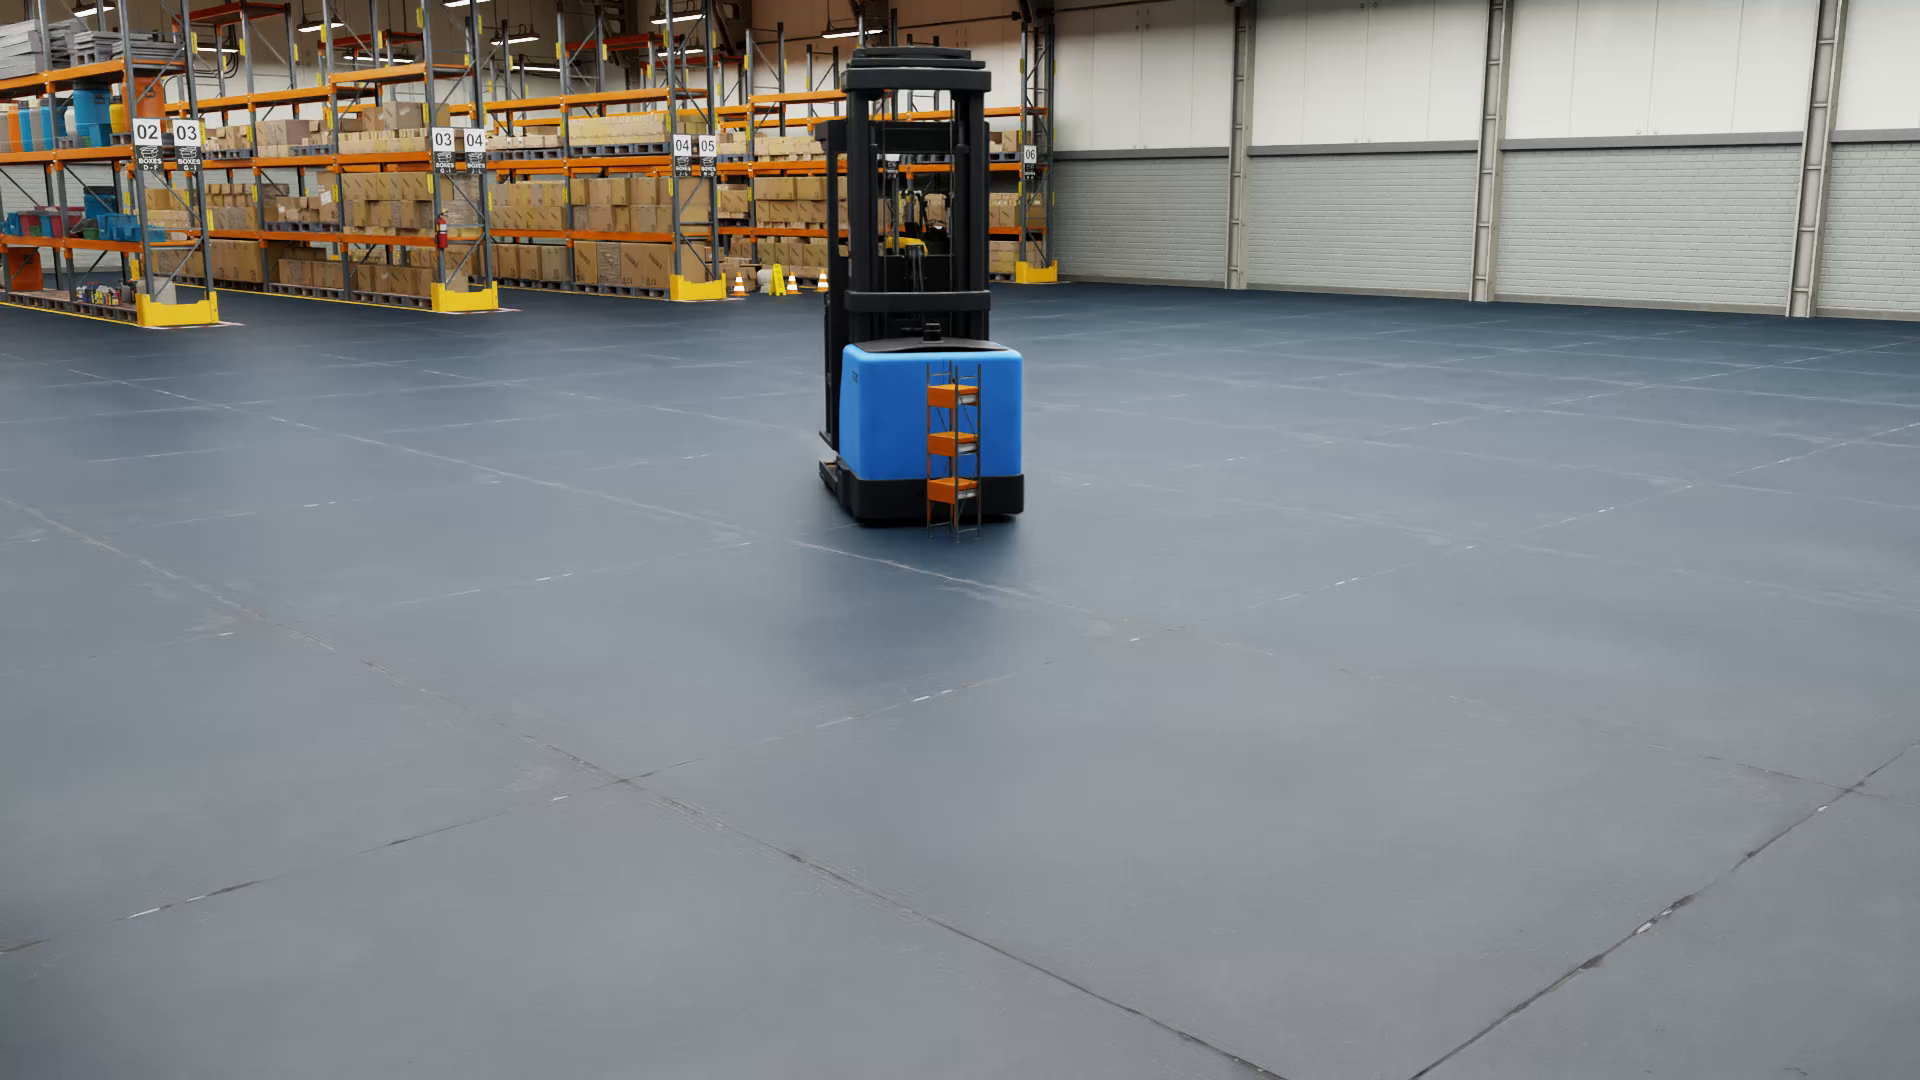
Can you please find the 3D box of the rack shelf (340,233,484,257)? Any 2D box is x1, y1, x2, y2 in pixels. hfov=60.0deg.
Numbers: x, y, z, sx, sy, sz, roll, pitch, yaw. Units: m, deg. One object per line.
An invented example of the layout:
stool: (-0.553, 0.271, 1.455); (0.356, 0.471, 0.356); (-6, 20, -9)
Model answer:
rack shelf: (-10.304, -5.575, 31.321); (1.077, 0.370, 4.000); (-11, 16, -43)

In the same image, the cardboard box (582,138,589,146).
cardboard box: (-7.672, -8.322, 34.771); (0.380, 0.149, 0.250); (-11, 16, -43)

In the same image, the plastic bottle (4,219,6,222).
plastic bottle: (-19.510, -6.421, 33.961); (0.097, 0.271, 0.097); (0, 12, 0)

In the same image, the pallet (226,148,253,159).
pallet: (-14.931, -8.266, 35.635); (1.213, 0.211, 1.003); (-10, 15, -40)

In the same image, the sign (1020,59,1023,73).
sign: (1.429, -11.070, 38.830); (0.100, 0.325, 0.005); (-11, 16, -43)

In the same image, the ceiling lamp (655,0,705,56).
ceiling lamp: (-7.466, -14.829, 45.120); (0.800, 3.185, 2.000); (-11, 16, -43)

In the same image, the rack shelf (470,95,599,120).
rack shelf: (-9.410, -9.578, 36.872); (1.077, 0.370, 4.000); (-11, 16, -43)

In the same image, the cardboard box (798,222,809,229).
cardboard box: (-3.462, -7.166, 37.881); (0.380, 0.149, 0.250); (-11, 16, -43)

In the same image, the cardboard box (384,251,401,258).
cardboard box: (-14.369, -7.247, 42.202); (0.380, 0.149, 0.250); (-11, 16, -43)

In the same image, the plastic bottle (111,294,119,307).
plastic bottle: (-14.091, -3.997, 27.724); (0.097, 0.201, 0.097); (0, 12, 0)

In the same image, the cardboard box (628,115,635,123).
cardboard box: (-6.444, -8.453, 33.433); (0.380, 0.149, 0.250); (-11, 16, -42)

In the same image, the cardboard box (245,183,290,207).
cardboard box: (-14.941, -7.452, 35.916); (0.797, 0.503, 0.637); (-10, 15, -41)

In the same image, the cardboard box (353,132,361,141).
cardboard box: (-11.278, -7.648, 31.548); (0.380, 0.149, 0.250); (-11, 16, -42)

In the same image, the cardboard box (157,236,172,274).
cardboard box: (-18.844, -6.921, 40.293); (0.875, 0.875, 0.875); (-11, 16, -43)

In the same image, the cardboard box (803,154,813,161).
cardboard box: (-3.297, -8.594, 37.378); (0.380, 0.149, 0.250); (-11, 16, -43)

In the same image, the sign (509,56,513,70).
sign: (-10.392, -11.031, 38.444); (0.100, 0.325, 0.005); (-11, 16, -43)

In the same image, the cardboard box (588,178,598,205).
cardboard box: (-7.335, -7.375, 35.228); (0.875, 0.550, 0.550); (-11, 16, -43)

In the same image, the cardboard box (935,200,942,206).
cardboard box: (-0.404, -8.458, 41.675); (0.380, 0.149, 0.250); (-10, 16, -41)

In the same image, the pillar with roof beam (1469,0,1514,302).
pillar with roof beam: (7.176, -8.523, 28.979); (9.100, 9.000, 0.400); (-11, 16, -43)

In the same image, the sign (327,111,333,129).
sign: (-12.085, -8.057, 31.892); (0.100, 0.325, 0.005); (-11, 16, -43)

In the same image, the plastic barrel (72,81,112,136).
plastic barrel: (-14.658, -7.289, 28.142); (0.600, 0.901, 0.708); (-11, 16, -43)

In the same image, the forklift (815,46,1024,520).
forklift: (-0.393, -1.810, 11.434); (1.130, 2.935, 3.031); (-2, 12, -11)

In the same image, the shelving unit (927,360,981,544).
shelving unit: (-0.037, -0.522, 9.843); (0.215, 1.050, 0.252); (-11, 16, -43)

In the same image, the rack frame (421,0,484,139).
rack frame: (-8.923, -8.574, 29.226); (1.000, 3.000, 0.127); (-11, 16, -43)

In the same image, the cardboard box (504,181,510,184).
cardboard box: (-12.760, -10.118, 47.253); (0.380, 0.149, 0.250); (-10, 16, -41)

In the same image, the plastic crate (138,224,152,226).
plastic crate: (-14.307, -5.333, 28.729); (0.499, 0.251, 0.616); (-11, 16, -43)

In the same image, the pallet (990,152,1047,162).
pallet: (1.362, -9.241, 40.119); (1.003, 0.211, 1.213); (-11, 16, -43)

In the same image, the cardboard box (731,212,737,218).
cardboard box: (-5.243, -7.760, 39.727); (0.250, 0.149, 0.380); (11, 16, 43)

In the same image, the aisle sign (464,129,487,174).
aisle sign: (-8.664, -6.942, 29.728); (0.394, 0.787, 0.004); (-11, 16, -43)

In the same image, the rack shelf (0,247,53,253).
rack shelf: (-19.411, -6.052, 33.638); (1.077, 0.370, 4.000); (-11, 16, -43)

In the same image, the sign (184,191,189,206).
sign: (-17.611, -7.772, 37.860); (0.100, 0.325, 0.005); (-11, 16, -43)

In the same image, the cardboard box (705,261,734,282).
cardboard box: (-5.452, -5.899, 36.961); (0.797, 0.637, 0.503); (-11, 16, -43)

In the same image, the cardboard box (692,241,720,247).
cardboard box: (-7.585, -8.641, 49.573); (0.500, 0.500, 0.700); (11, 16, 43)

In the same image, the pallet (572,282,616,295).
pallet: (-7.560, -5.408, 35.638); (1.003, 0.211, 1.213); (-11, 16, -43)

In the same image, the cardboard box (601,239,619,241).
cardboard box: (-8.927, -7.723, 44.187); (0.875, 0.875, 0.875); (-10, 15, -41)

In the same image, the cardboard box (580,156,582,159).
cardboard box: (-9.950, -10.255, 44.112); (0.396, 0.266, 0.258); (-11, 16, -43)

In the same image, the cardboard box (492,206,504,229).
cardboard box: (-10.323, -7.351, 37.912); (0.500, 0.500, 0.500); (-11, 16, -43)

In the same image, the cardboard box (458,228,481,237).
cardboard box: (-8.948, -5.587, 30.220); (0.380, 0.149, 0.250); (-11, 16, -43)

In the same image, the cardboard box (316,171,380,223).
cardboard box: (-12.133, -6.854, 33.219); (1.000, 1.000, 1.000); (-11, 16, -42)

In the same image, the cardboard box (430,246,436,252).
cardboard box: (-12.515, -7.115, 40.307); (0.500, 0.250, 0.500); (-10, 15, -40)

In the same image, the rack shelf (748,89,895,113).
rack shelf: (-3.137, -9.893, 37.418); (1.077, 0.370, 4.000); (-11, 16, -43)

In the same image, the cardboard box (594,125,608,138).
cardboard box: (-7.195, -8.434, 34.329); (0.500, 0.250, 0.500); (-11, 16, -43)

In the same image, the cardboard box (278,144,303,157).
cardboard box: (-13.591, -7.946, 33.984); (0.500, 0.250, 0.500); (-10, 16, -41)

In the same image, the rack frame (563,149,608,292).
rack frame: (-8.029, -6.896, 35.948); (1.000, 3.000, 0.127); (-11, 16, -43)

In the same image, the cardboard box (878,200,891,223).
cardboard box: (-1.882, -7.319, 37.017); (0.500, 0.500, 0.500); (-11, 16, -43)

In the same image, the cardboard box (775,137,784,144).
cardboard box: (-3.998, -9.130, 38.004); (0.380, 0.149, 0.250); (-11, 16, -43)

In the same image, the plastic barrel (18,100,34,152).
plastic barrel: (-16.679, -7.479, 30.101); (0.600, 0.901, 0.708); (-11, 16, -43)

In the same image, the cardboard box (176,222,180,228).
cardboard box: (-18.013, -7.338, 38.716); (0.380, 0.149, 0.250); (-11, 16, -44)

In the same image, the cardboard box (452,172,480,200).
cardboard box: (-9.106, -6.438, 30.264); (0.500, 0.500, 0.500); (-11, 16, -43)

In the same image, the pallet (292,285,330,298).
pallet: (-13.071, -5.145, 34.361); (1.003, 0.211, 1.213); (-11, 16, -43)

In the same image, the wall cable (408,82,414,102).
wall cable: (-16.937, -13.081, 51.102); (0.463, 3.000, 0.029); (-11, 16, -43)

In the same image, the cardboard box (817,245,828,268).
cardboard box: (-2.861, -6.399, 37.452); (0.500, 0.500, 0.500); (-10, 15, -40)

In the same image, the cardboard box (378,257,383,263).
cardboard box: (-14.687, -7.179, 42.611); (0.380, 0.149, 0.250); (-10, 16, -41)

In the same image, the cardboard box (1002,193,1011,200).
cardboard box: (1.239, -8.276, 40.053); (0.380, 0.149, 0.250); (-11, 16, -42)

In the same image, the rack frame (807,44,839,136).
rack frame: (-3.693, -11.815, 44.956); (1.000, 3.000, 0.127); (-11, 16, -43)

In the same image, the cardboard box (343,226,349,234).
cardboard box: (-11.755, -6.023, 32.334); (0.380, 0.149, 0.250); (-11, 16, -43)
